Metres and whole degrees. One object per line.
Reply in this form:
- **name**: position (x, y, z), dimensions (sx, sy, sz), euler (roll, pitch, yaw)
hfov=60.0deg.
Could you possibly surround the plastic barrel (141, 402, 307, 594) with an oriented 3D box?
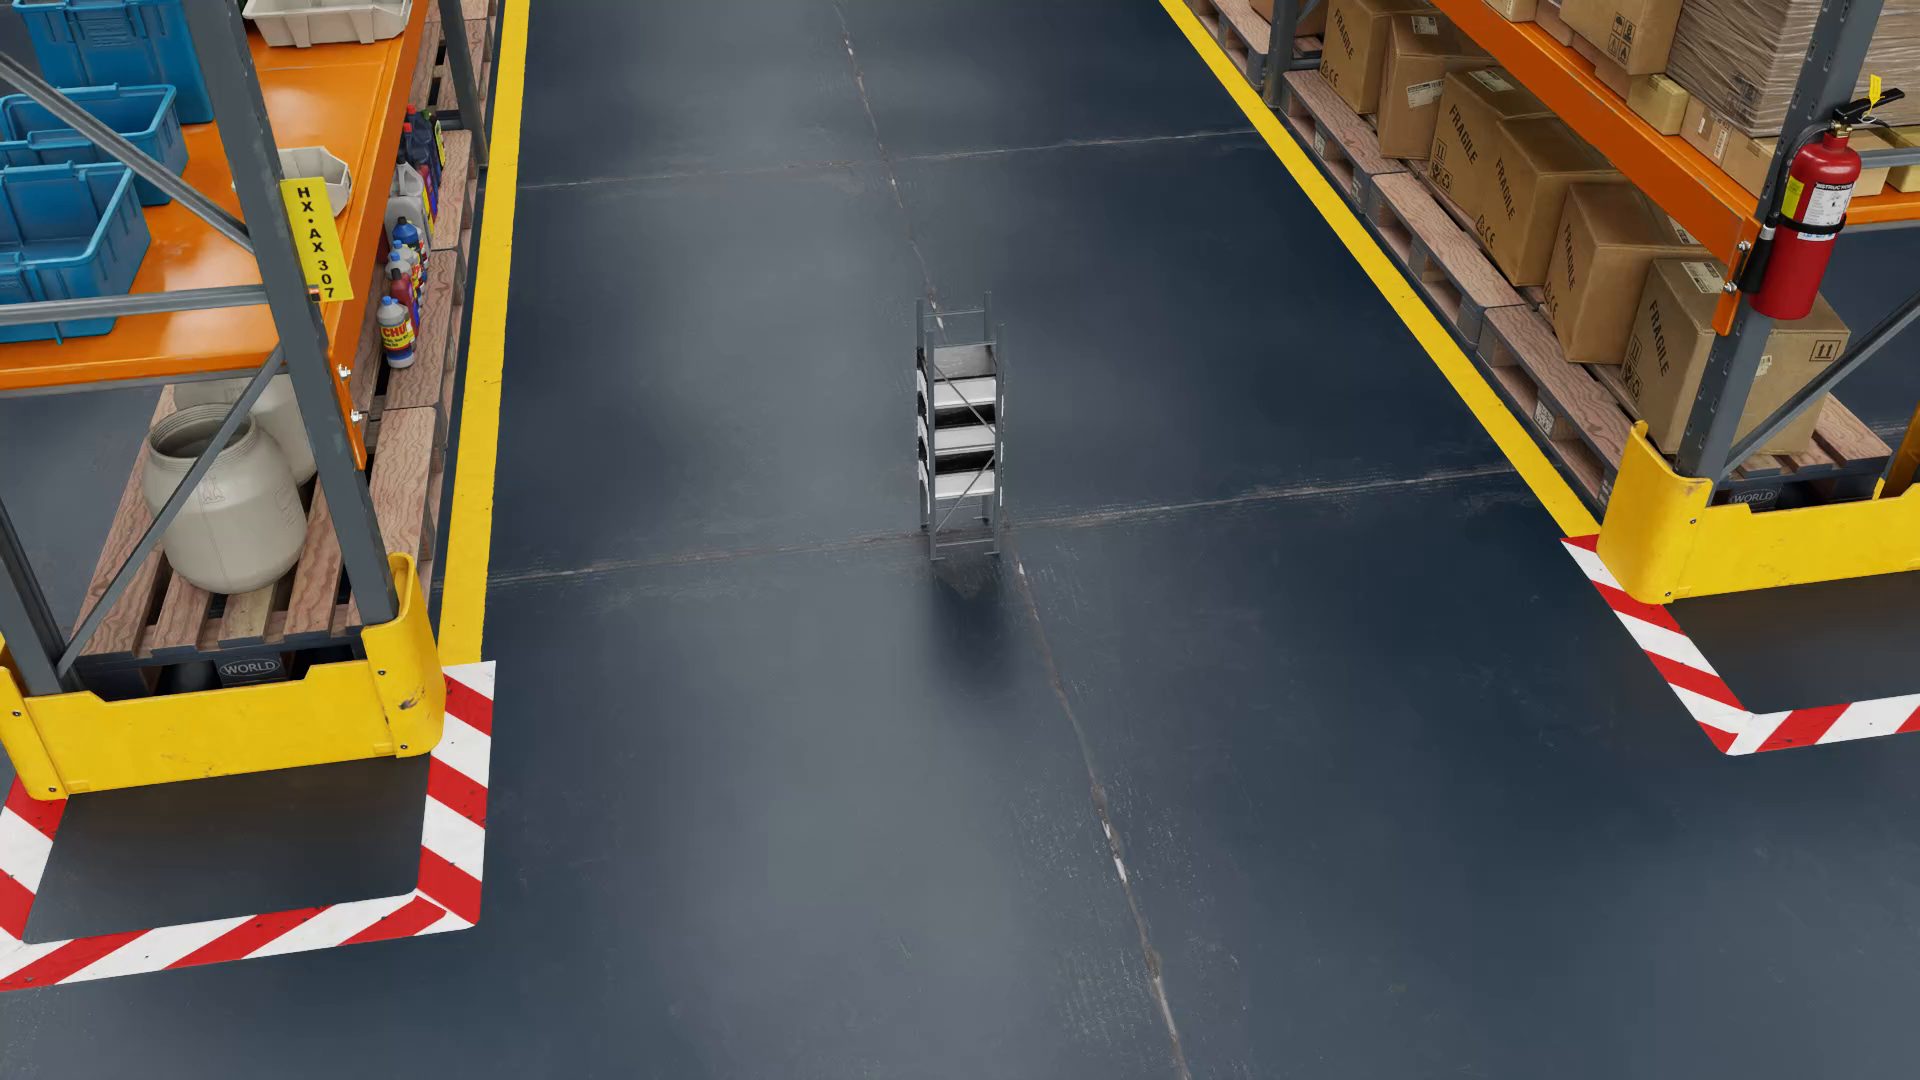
- **plastic barrel**: position (-2.281, -0.127, 5.154), dimensions (0.421, 0.512, 0.421), euler (0, 38, 0)

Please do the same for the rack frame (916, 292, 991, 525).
- **rack frame**: position (-0.019, -0.422, 5.559), dimensions (0.240, 0.900, 0.006), euler (-6, 38, -8)

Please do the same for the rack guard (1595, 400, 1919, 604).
- **rack guard**: position (2.773, -0.146, 5.530), dimensions (1.175, 0.500, 0.348), euler (-6, 38, -8)

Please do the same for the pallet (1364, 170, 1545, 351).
- **pallet**: position (2.455, -1.262, 7.202), dimensions (1.003, 0.211, 1.213), euler (-6, 38, -8)

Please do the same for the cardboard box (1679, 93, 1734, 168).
- **cardboard box**: position (2.490, -1.289, 5.169), dimensions (0.380, 0.149, 0.250), euler (-6, 38, -8)

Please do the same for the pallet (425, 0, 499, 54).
- **pallet**: position (-3.184, -3.078, 9.540), dimensions (1.003, 0.211, 1.213), euler (-6, 38, -8)

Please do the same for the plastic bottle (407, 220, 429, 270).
- **plastic bottle**: position (-2.232, -1.203, 6.776), dimensions (0.097, 0.201, 0.097), euler (0, 38, 0)

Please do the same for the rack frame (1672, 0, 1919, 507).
- **rack frame**: position (2.786, -1.087, 4.704), dimensions (1.000, 3.000, 0.127), euler (-6, 38, -8)

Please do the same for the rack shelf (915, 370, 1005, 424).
- **rack shelf**: position (-0.001, -0.476, 5.390), dimensions (0.258, 0.077, 0.200), euler (-6, 38, -8)

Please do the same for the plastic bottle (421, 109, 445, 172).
- **plastic bottle**: position (-2.382, -1.816, 7.498), dimensions (0.061, 0.283, 0.133), euler (-4, 38, -6)

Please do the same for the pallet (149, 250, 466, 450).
- **pallet**: position (-2.497, -0.721, 6.505), dimensions (1.003, 0.211, 1.213), euler (-6, 38, -8)

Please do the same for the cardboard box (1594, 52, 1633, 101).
- **cardboard box**: position (2.367, -1.587, 5.552), dimensions (0.380, 0.149, 0.250), euler (-6, 38, -8)

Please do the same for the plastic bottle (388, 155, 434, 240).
- **plastic bottle**: position (-2.304, -1.429, 6.945), dimensions (0.144, 0.351, 0.185), euler (-6, 38, -8)

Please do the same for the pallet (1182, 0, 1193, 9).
- **pallet**: position (1.730, -3.610, 10.225), dimensions (1.003, 0.211, 1.213), euler (-6, 38, -8)

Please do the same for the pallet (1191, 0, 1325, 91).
- **pallet**: position (1.947, -2.872, 9.275), dimensions (1.003, 0.211, 1.213), euler (-6, 38, -8)

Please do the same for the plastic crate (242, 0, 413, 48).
- **plastic crate**: position (-2.257, -1.913, 5.982), dimensions (0.530, 0.136, 0.437), euler (-6, 38, -8)

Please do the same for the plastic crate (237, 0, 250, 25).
- **plastic crate**: position (-2.831, -2.036, 6.099), dimensions (0.450, 0.188, 0.662), euler (-6, 38, -8)

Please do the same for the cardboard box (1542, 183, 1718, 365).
- **cardboard box**: position (2.555, -1.002, 6.290), dimensions (0.500, 0.500, 0.500), euler (3, 38, 4)

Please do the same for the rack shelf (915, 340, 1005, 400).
- **rack shelf**: position (-0.001, -0.547, 5.335), dimensions (0.258, 0.077, 0.200), euler (-6, 38, -8)

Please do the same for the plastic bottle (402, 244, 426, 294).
- **plastic bottle**: position (-2.196, -1.079, 6.616), dimensions (0.097, 0.201, 0.097), euler (0, 38, 0)

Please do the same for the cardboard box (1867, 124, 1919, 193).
- **cardboard box**: position (2.971, -1.186, 5.036), dimensions (0.380, 0.149, 0.250), euler (-6, 38, -8)

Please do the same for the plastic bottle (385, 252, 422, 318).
- **plastic bottle**: position (-2.161, -0.986, 6.440), dimensions (0.097, 0.271, 0.097), euler (0, 38, 0)

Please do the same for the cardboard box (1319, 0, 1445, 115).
- **cardboard box**: position (2.116, -2.436, 8.136), dimensions (0.500, 0.500, 0.500), euler (-7, 38, -9)

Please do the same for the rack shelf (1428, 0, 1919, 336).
- **rack shelf**: position (2.436, -2.011, 6.480), dimensions (1.077, 0.370, 4.000), euler (-6, 38, -8)

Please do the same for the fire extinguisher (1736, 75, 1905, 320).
- **fire extinguisher**: position (2.353, -0.938, 4.575), dimensions (0.296, 0.674, 0.183), euler (-6, 38, -8)

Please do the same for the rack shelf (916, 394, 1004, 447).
- **rack shelf**: position (-0.001, -0.405, 5.445), dimensions (0.258, 0.077, 0.200), euler (-6, 38, -8)

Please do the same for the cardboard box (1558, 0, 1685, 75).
- **cardboard box**: position (2.511, -1.868, 5.386), dimensions (0.875, 0.500, 0.500), euler (-6, 38, -8)

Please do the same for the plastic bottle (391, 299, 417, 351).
- **plastic bottle**: position (-2.119, -0.814, 6.275), dimensions (0.097, 0.201, 0.097), euler (0, 38, 0)

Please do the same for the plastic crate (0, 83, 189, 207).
- **plastic crate**: position (-2.581, -1.159, 4.917), dimensions (0.499, 0.251, 0.408), euler (-6, 38, -8)

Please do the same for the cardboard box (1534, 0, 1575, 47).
- **cardboard box**: position (2.298, -1.891, 5.944), dimensions (0.380, 0.149, 0.250), euler (-6, 38, -8)

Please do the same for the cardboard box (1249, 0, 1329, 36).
- **cardboard box**: position (1.998, -3.063, 8.926), dimensions (0.700, 0.500, 0.500), euler (-9, 39, -11)

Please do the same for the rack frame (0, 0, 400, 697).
- **rack frame**: position (-2.090, -0.554, 4.018), dimensions (1.000, 3.000, 0.127), euler (-6, 38, -8)

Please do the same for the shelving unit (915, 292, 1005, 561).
- **shelving unit**: position (-0.001, -0.360, 5.480), dimensions (0.258, 0.900, 0.210), euler (-6, 38, -8)

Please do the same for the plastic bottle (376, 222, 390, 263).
- **plastic bottle**: position (-2.385, -1.292, 6.824), dimensions (0.061, 0.283, 0.133), euler (-6, 38, -8)

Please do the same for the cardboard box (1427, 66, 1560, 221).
- **cardboard box**: position (2.410, -1.724, 7.220), dimensions (0.500, 0.500, 0.500), euler (-9, 39, -12)

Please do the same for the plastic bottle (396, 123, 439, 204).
- **plastic bottle**: position (-2.361, -1.624, 7.196), dimensions (0.144, 0.351, 0.185), euler (-8, 39, -10)
